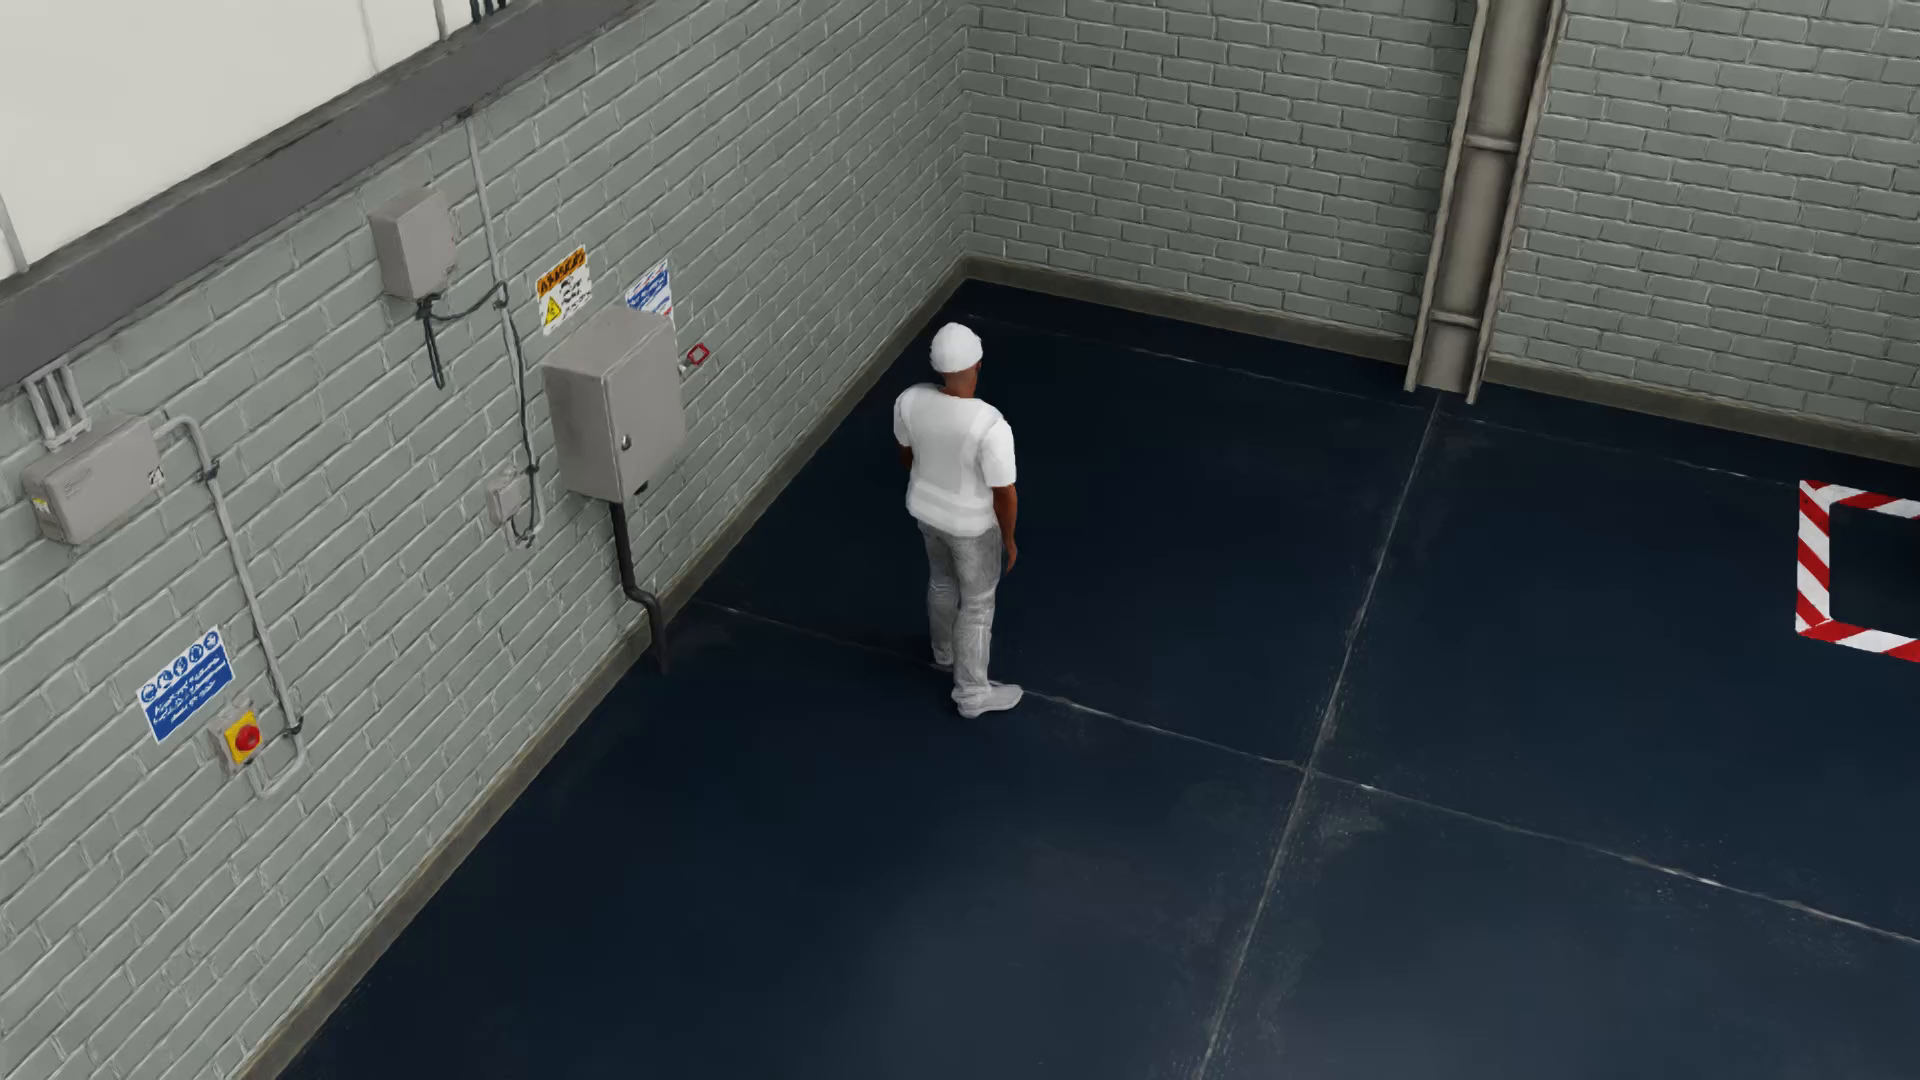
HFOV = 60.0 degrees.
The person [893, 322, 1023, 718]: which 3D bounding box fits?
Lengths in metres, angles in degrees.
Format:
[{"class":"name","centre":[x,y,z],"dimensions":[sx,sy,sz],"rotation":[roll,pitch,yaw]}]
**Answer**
[{"class":"person","centre":[0.010,-0.113,6.951],"dimensions":[0.681,1.763,0.526],"rotation":[25,44,29]}]
